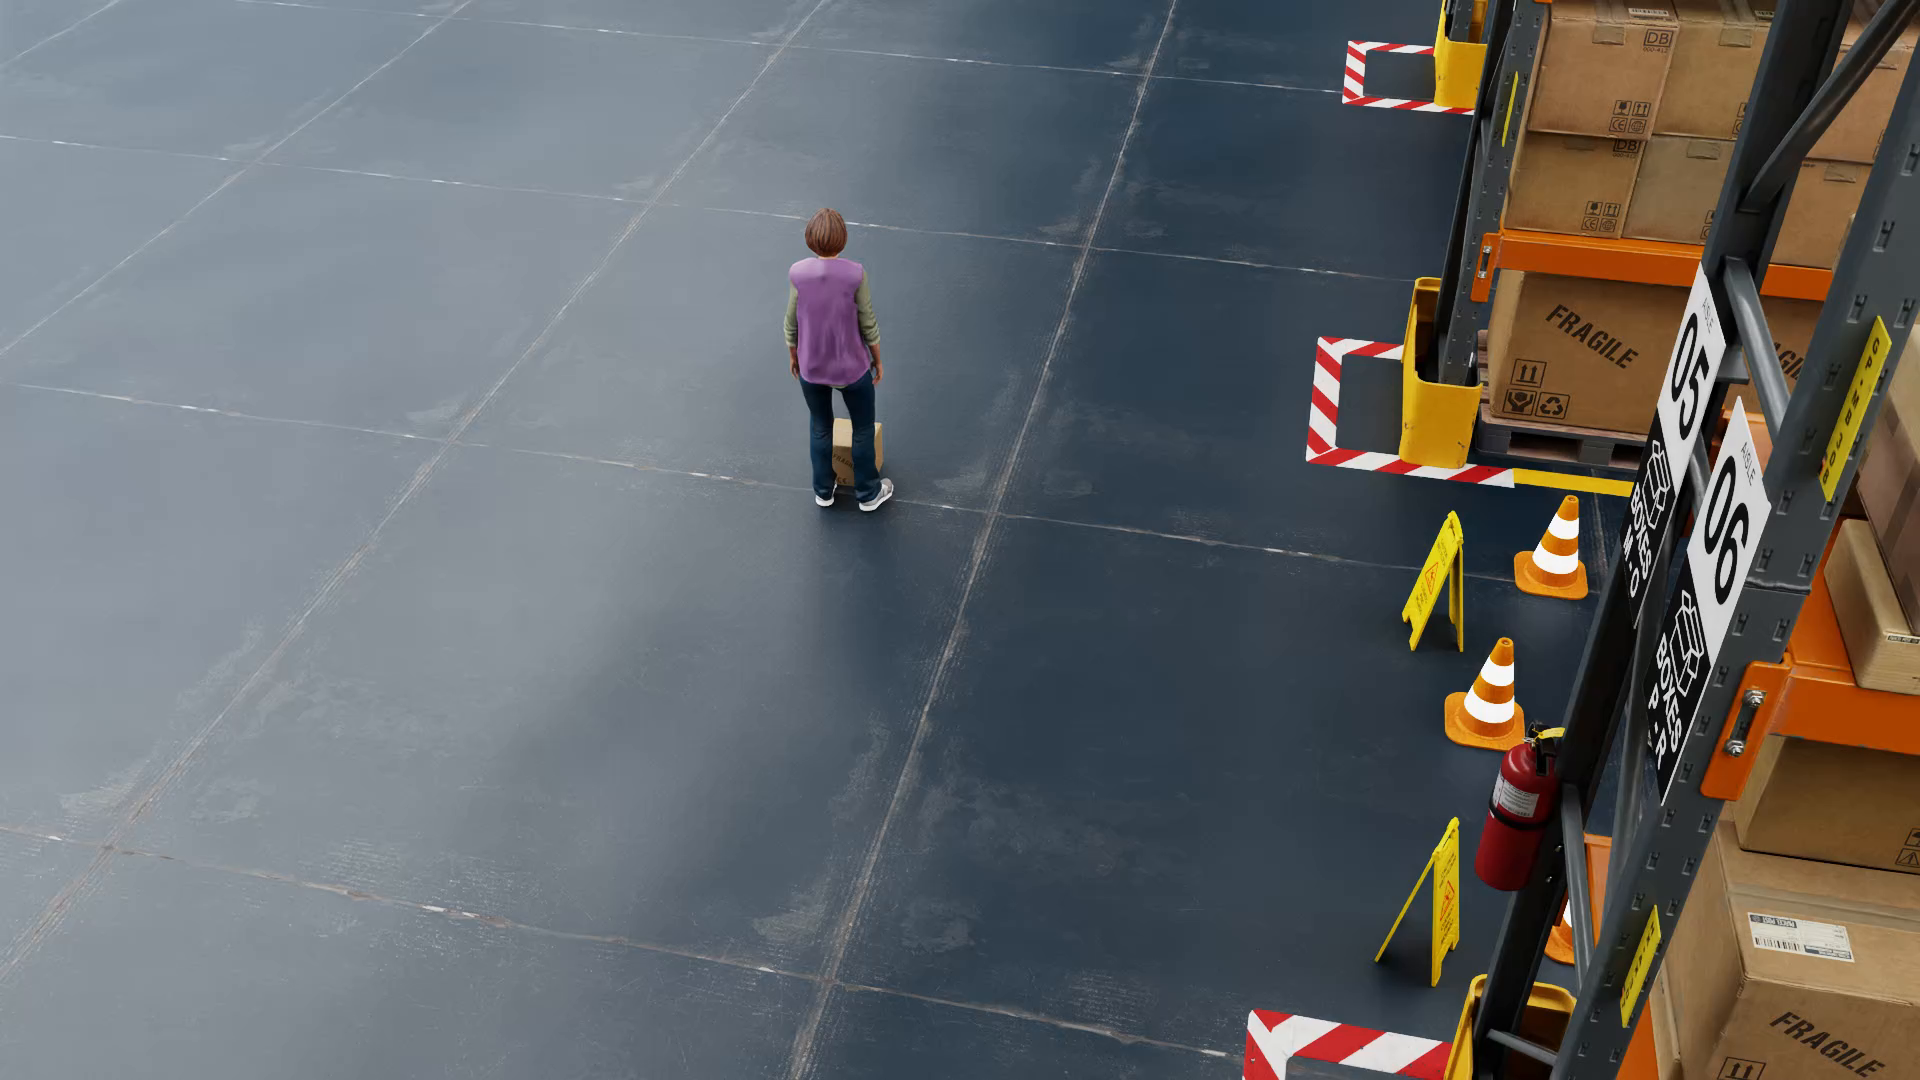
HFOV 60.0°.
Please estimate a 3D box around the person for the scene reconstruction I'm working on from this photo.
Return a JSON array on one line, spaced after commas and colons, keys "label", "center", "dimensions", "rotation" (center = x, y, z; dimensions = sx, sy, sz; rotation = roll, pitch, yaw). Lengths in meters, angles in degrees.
[{"label": "person", "center": [-0.602, -0.845, 8.088], "dimensions": [0.485, 1.594, 0.341], "rotation": [6, 37, 7]}]
